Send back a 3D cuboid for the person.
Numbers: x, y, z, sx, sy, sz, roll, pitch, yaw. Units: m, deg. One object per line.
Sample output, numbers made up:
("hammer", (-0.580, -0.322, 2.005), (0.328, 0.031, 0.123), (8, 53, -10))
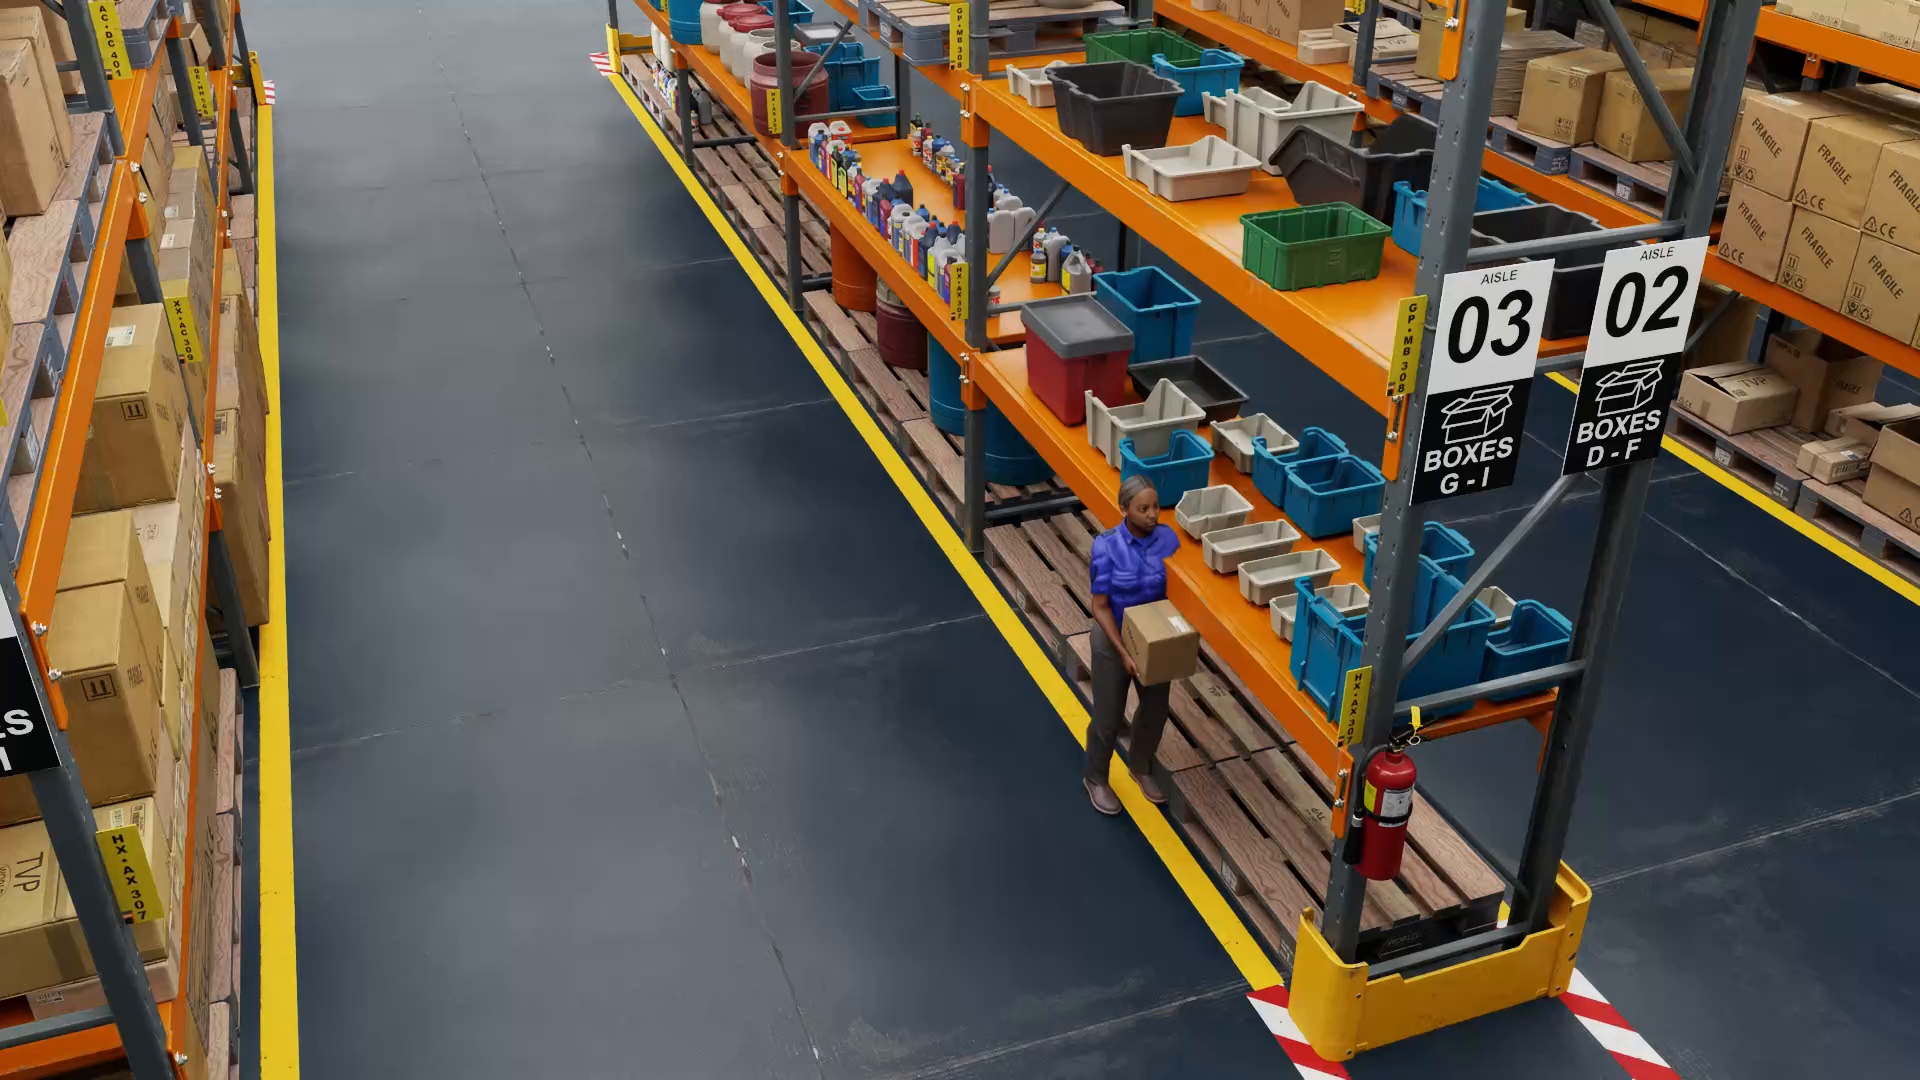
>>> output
("person", (0.808, 0.512, 7.466), (0.449, 1.646, 0.519), (-11, 32, -18))
